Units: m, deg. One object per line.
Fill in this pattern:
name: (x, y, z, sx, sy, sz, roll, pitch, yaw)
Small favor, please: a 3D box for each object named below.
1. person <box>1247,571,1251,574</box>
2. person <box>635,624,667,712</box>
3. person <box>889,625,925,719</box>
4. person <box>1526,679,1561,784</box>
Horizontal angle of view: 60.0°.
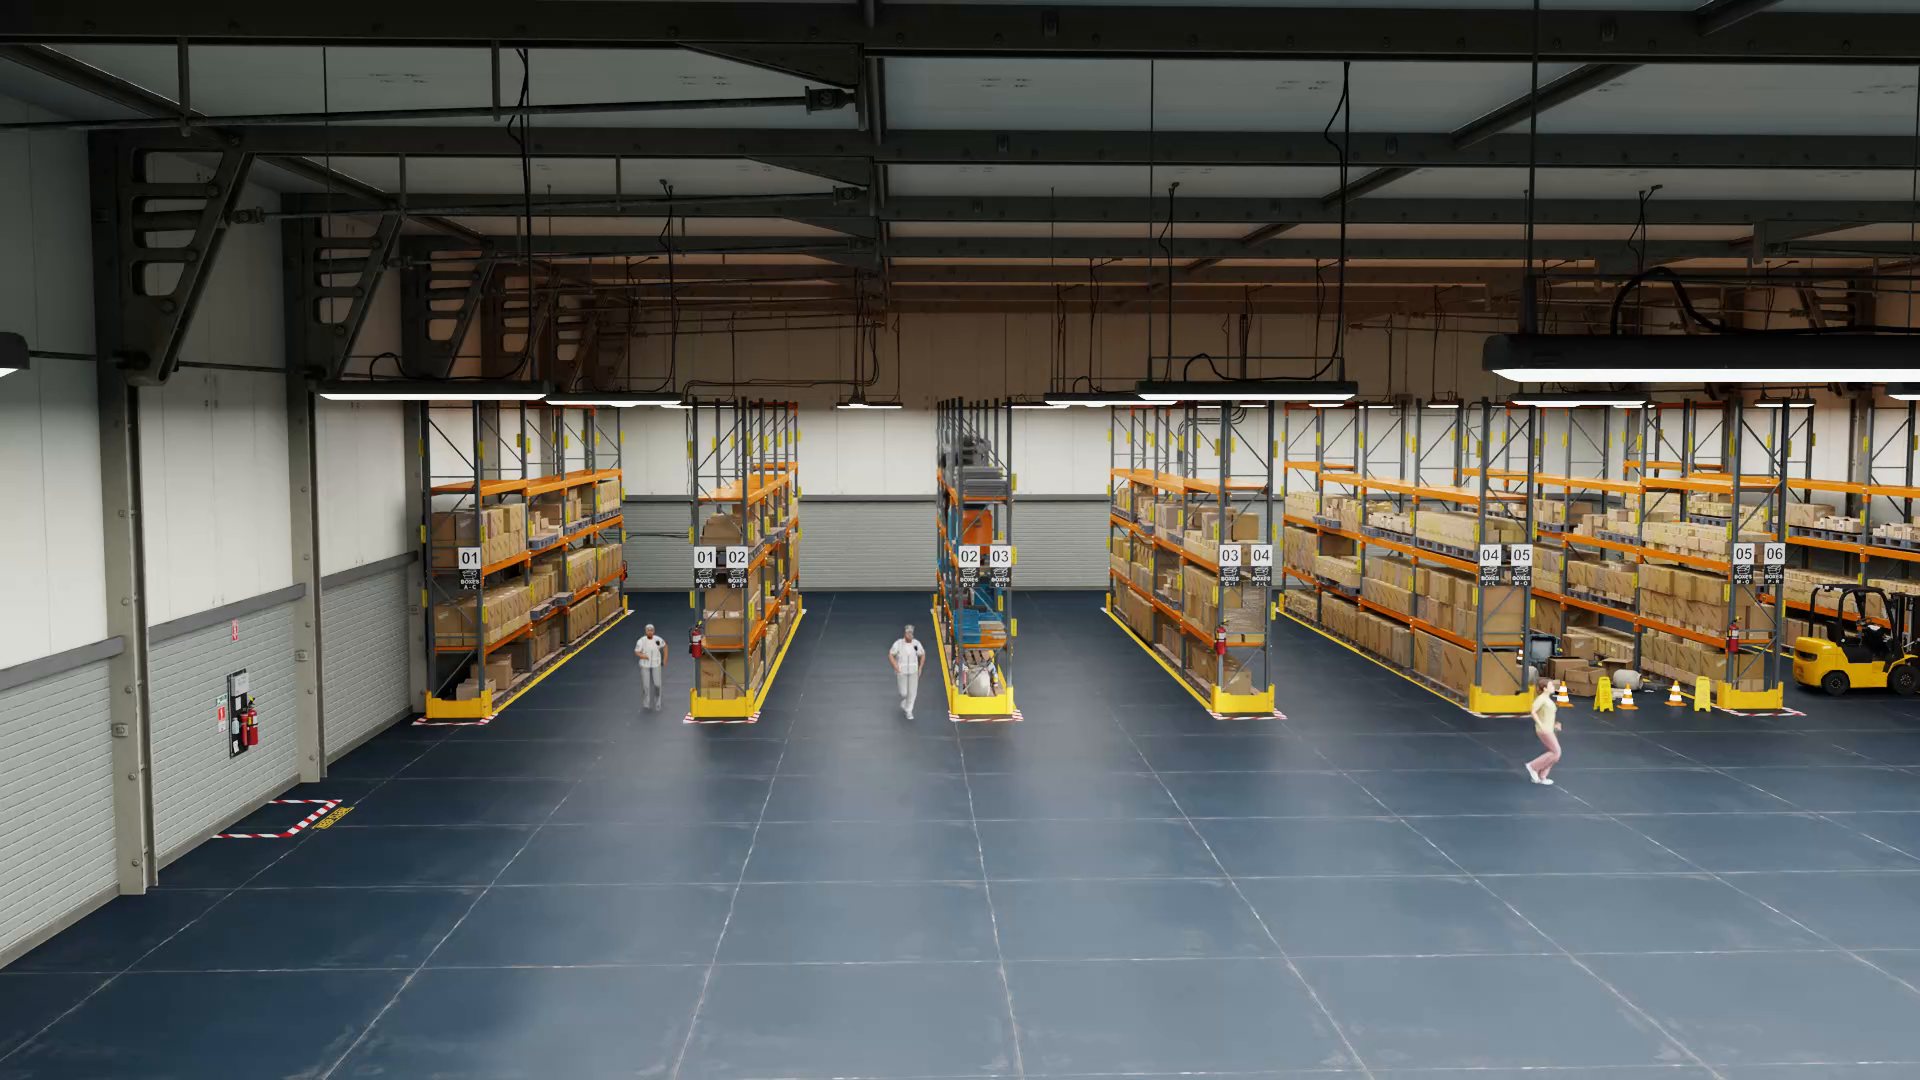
person: (8.126, 1.362, 45.380, 0.729, 1.750, 0.706, 0, 4, 5)
person: (-5.896, 2.464, 31.774, 0.625, 1.732, 0.712, -1, 5, -14)
person: (-0.985, 2.456, 31.220, 0.688, 1.745, 0.579, -1, 4, -8)
person: (8.982, 2.937, 25.522, 0.512, 1.633, 0.585, 2, 5, 29)
